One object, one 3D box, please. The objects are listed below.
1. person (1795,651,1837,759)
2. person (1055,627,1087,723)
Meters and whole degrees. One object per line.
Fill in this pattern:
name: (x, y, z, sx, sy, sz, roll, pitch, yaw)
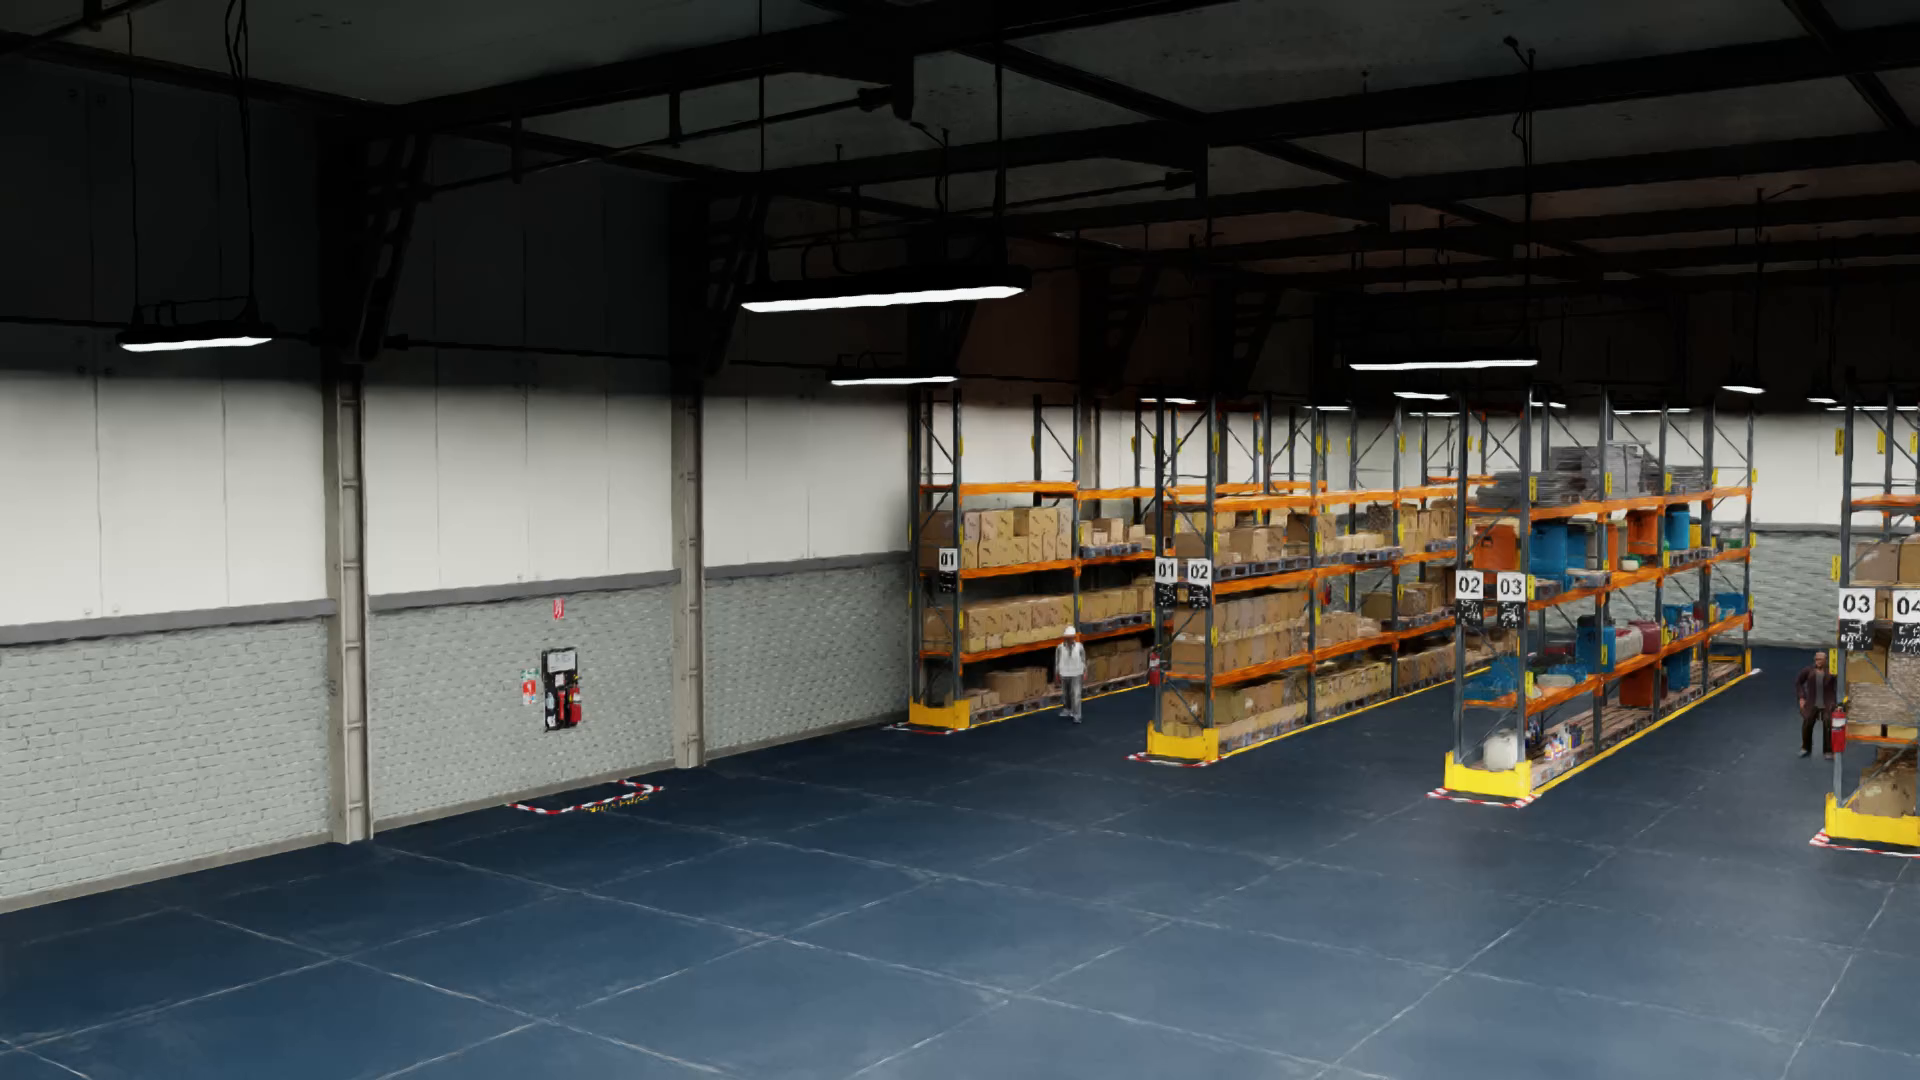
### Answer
person: (13.753, 2.625, 26.599, 0.728, 1.733, 0.546, 2, 4, 34)
person: (2.004, 2.428, 30.177, 0.576, 1.734, 0.955, 1, 3, 13)
